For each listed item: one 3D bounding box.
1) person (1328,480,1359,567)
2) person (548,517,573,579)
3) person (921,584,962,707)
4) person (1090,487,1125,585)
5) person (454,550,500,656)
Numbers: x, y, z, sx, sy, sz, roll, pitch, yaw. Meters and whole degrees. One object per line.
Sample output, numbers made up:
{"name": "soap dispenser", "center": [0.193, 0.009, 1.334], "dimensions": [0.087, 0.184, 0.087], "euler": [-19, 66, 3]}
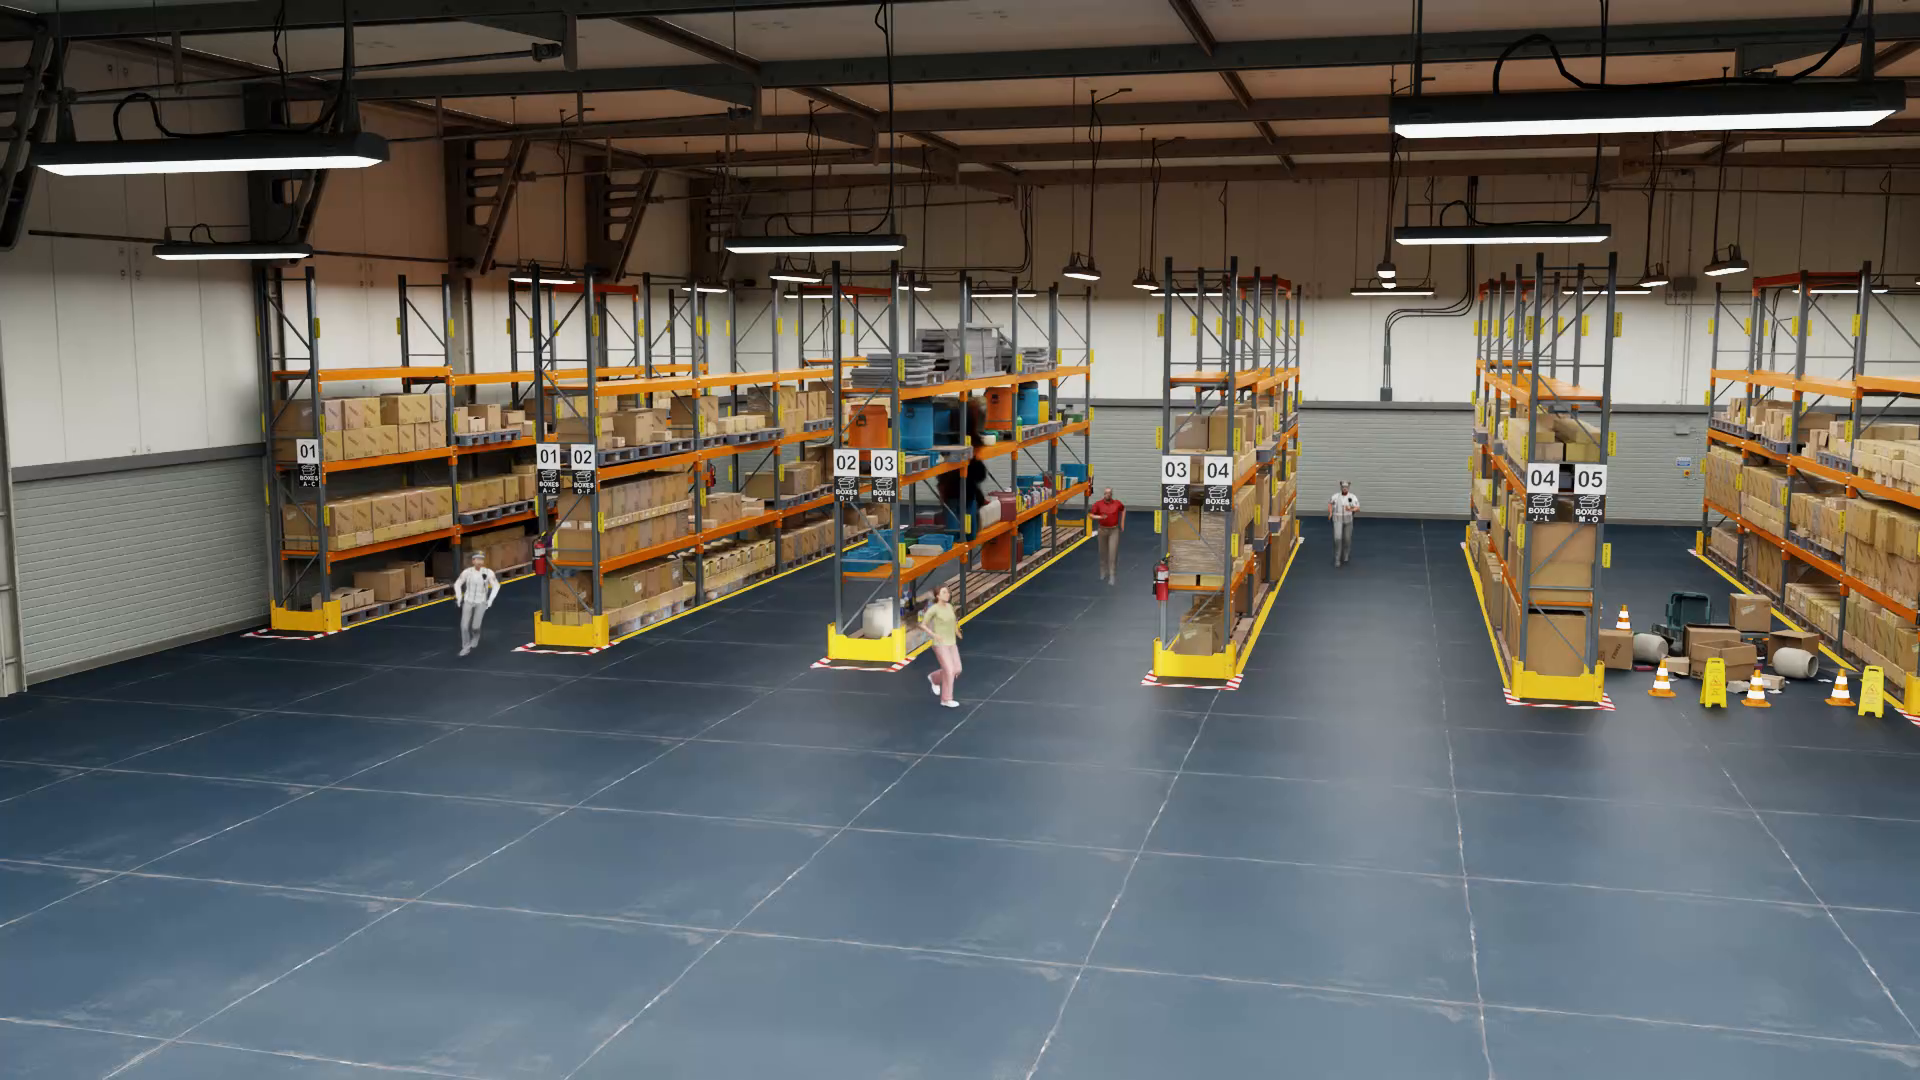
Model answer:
{"name": "person", "center": [8.153, -0.355, 35.372], "dimensions": [0.637, 1.852, 0.785], "euler": [1, 7, 10]}
{"name": "person", "center": [-7.099, 0.381, 29.751], "dimensions": [0.696, 1.718, 0.586], "euler": [1, 7, 8]}
{"name": "person", "center": [-0.253, 1.437, 22.174], "dimensions": [0.581, 1.529, 0.646], "euler": [-7, 10, -43]}
{"name": "person", "center": [2.780, -0.096, 31.376], "dimensions": [0.664, 1.807, 0.813], "euler": [1, 7, 6]}
{"name": "person", "center": [-7.438, 0.969, 25.570], "dimensions": [0.669, 1.631, 0.462], "euler": [-1, 7, -6]}
